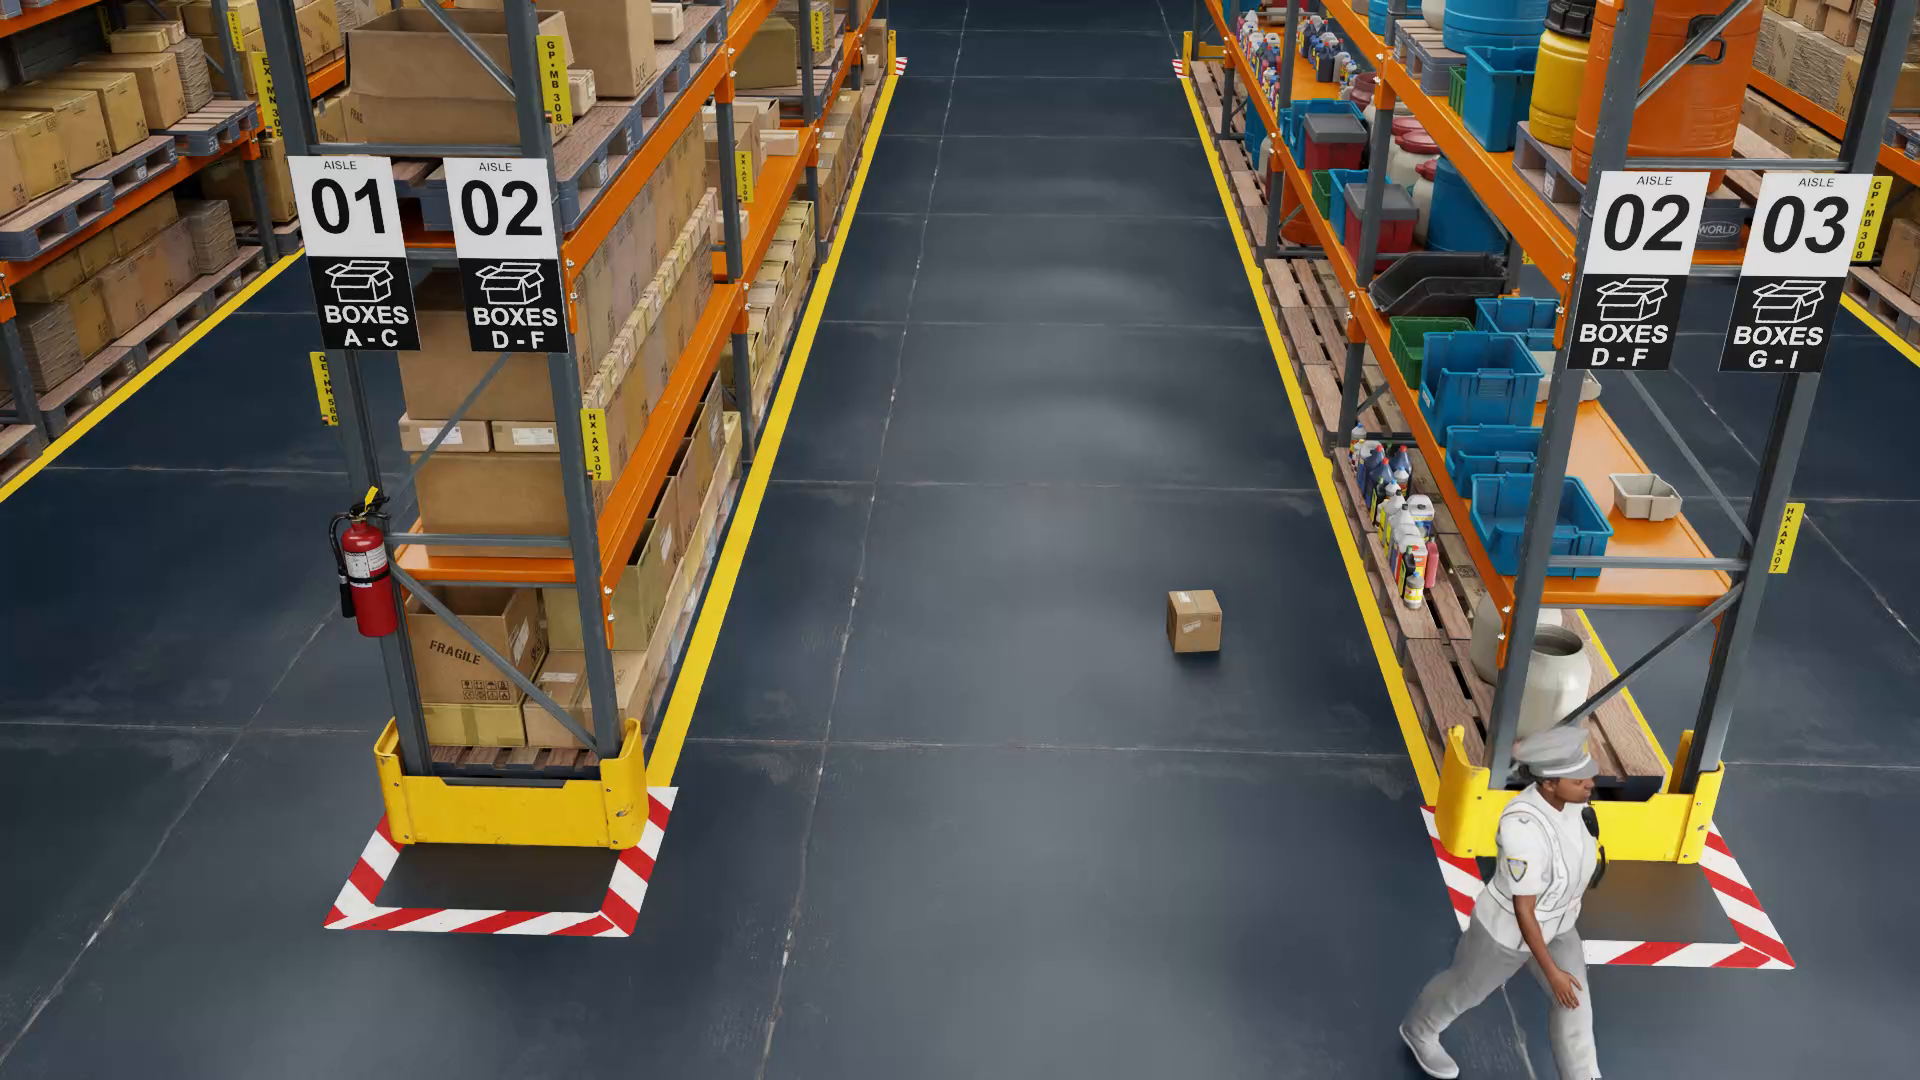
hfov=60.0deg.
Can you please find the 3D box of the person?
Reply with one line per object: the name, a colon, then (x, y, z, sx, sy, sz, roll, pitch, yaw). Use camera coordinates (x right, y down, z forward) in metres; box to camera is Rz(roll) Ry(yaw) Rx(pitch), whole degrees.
person: (2.085, 1.401, 5.940, 0.441, 1.660, 0.932, -20, 34, -32)
